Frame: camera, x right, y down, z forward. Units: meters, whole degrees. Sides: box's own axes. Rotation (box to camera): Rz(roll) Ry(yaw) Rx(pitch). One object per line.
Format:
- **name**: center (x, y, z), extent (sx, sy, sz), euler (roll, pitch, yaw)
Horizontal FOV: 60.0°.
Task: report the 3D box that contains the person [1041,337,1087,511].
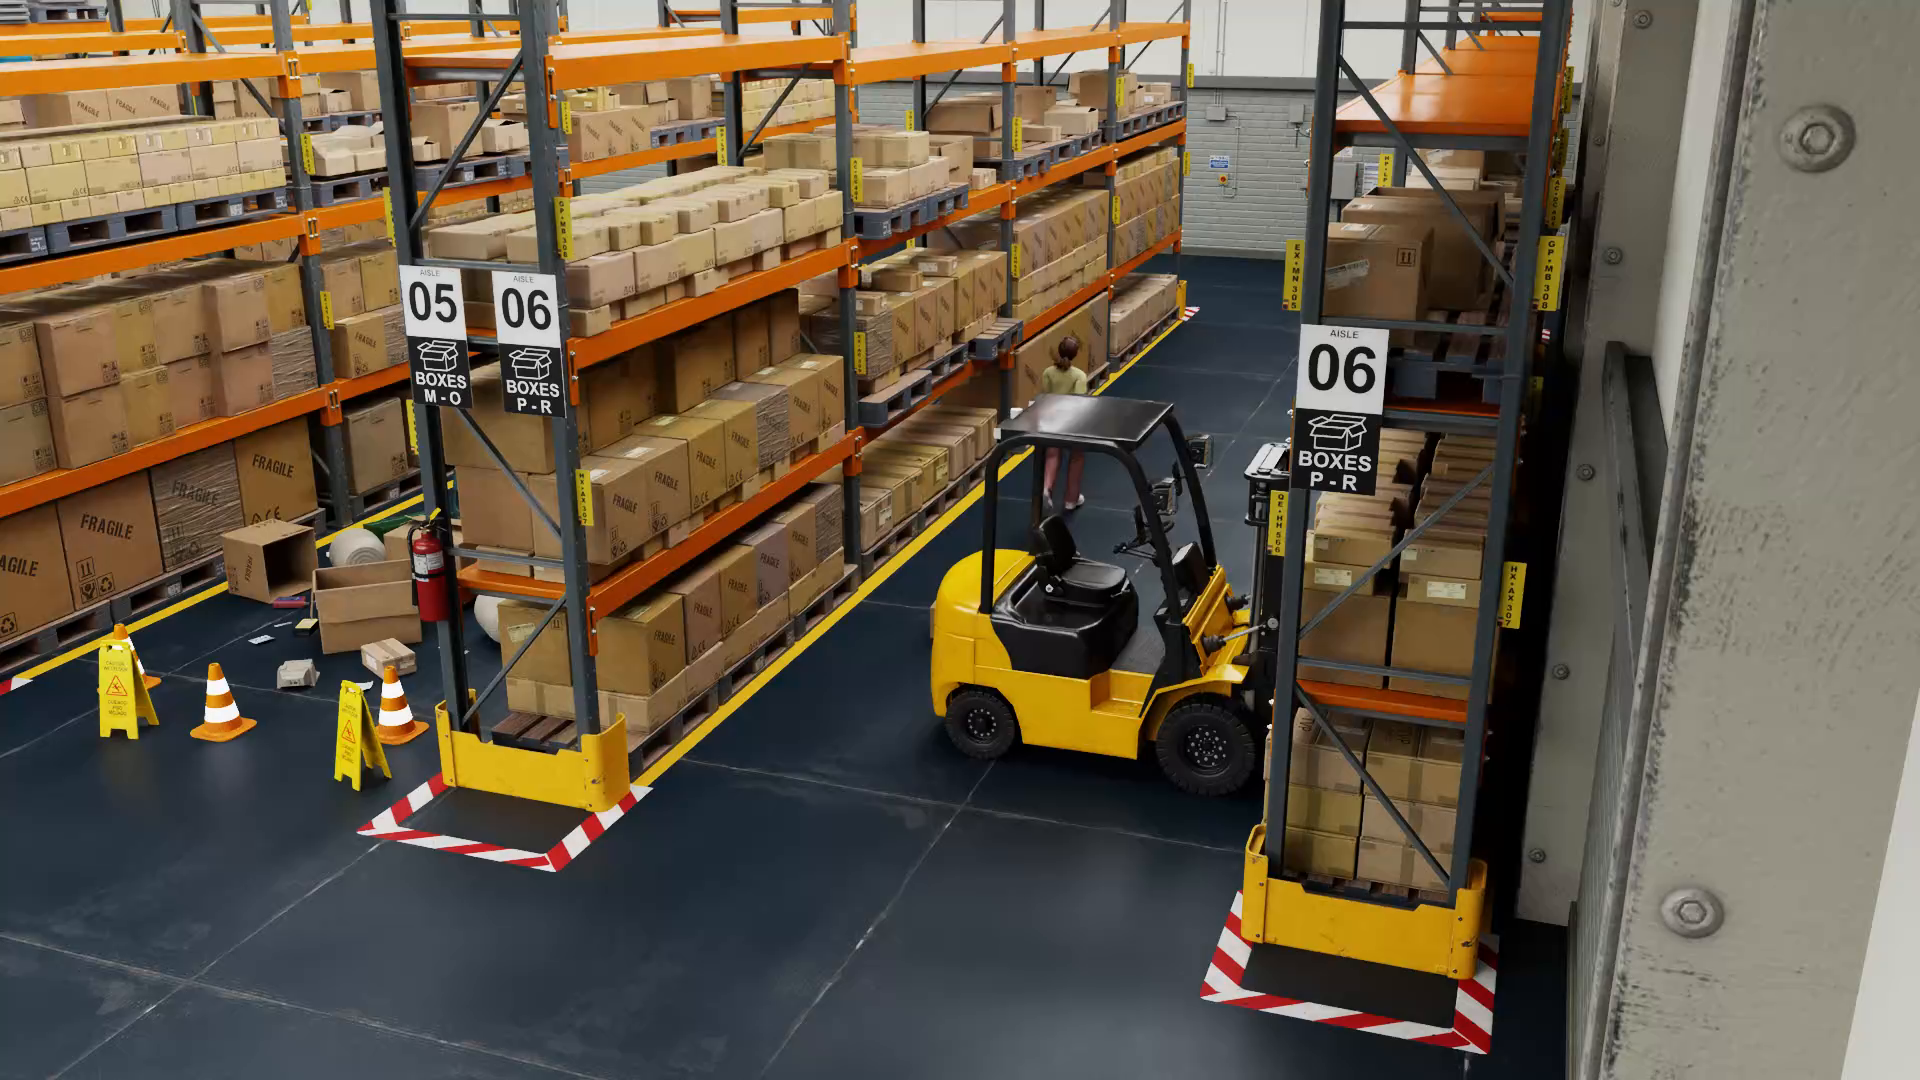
- **person**: center (0.942, -1.035, 15.090), extent (0.452, 1.641, 0.790), euler (7, 20, 20)
